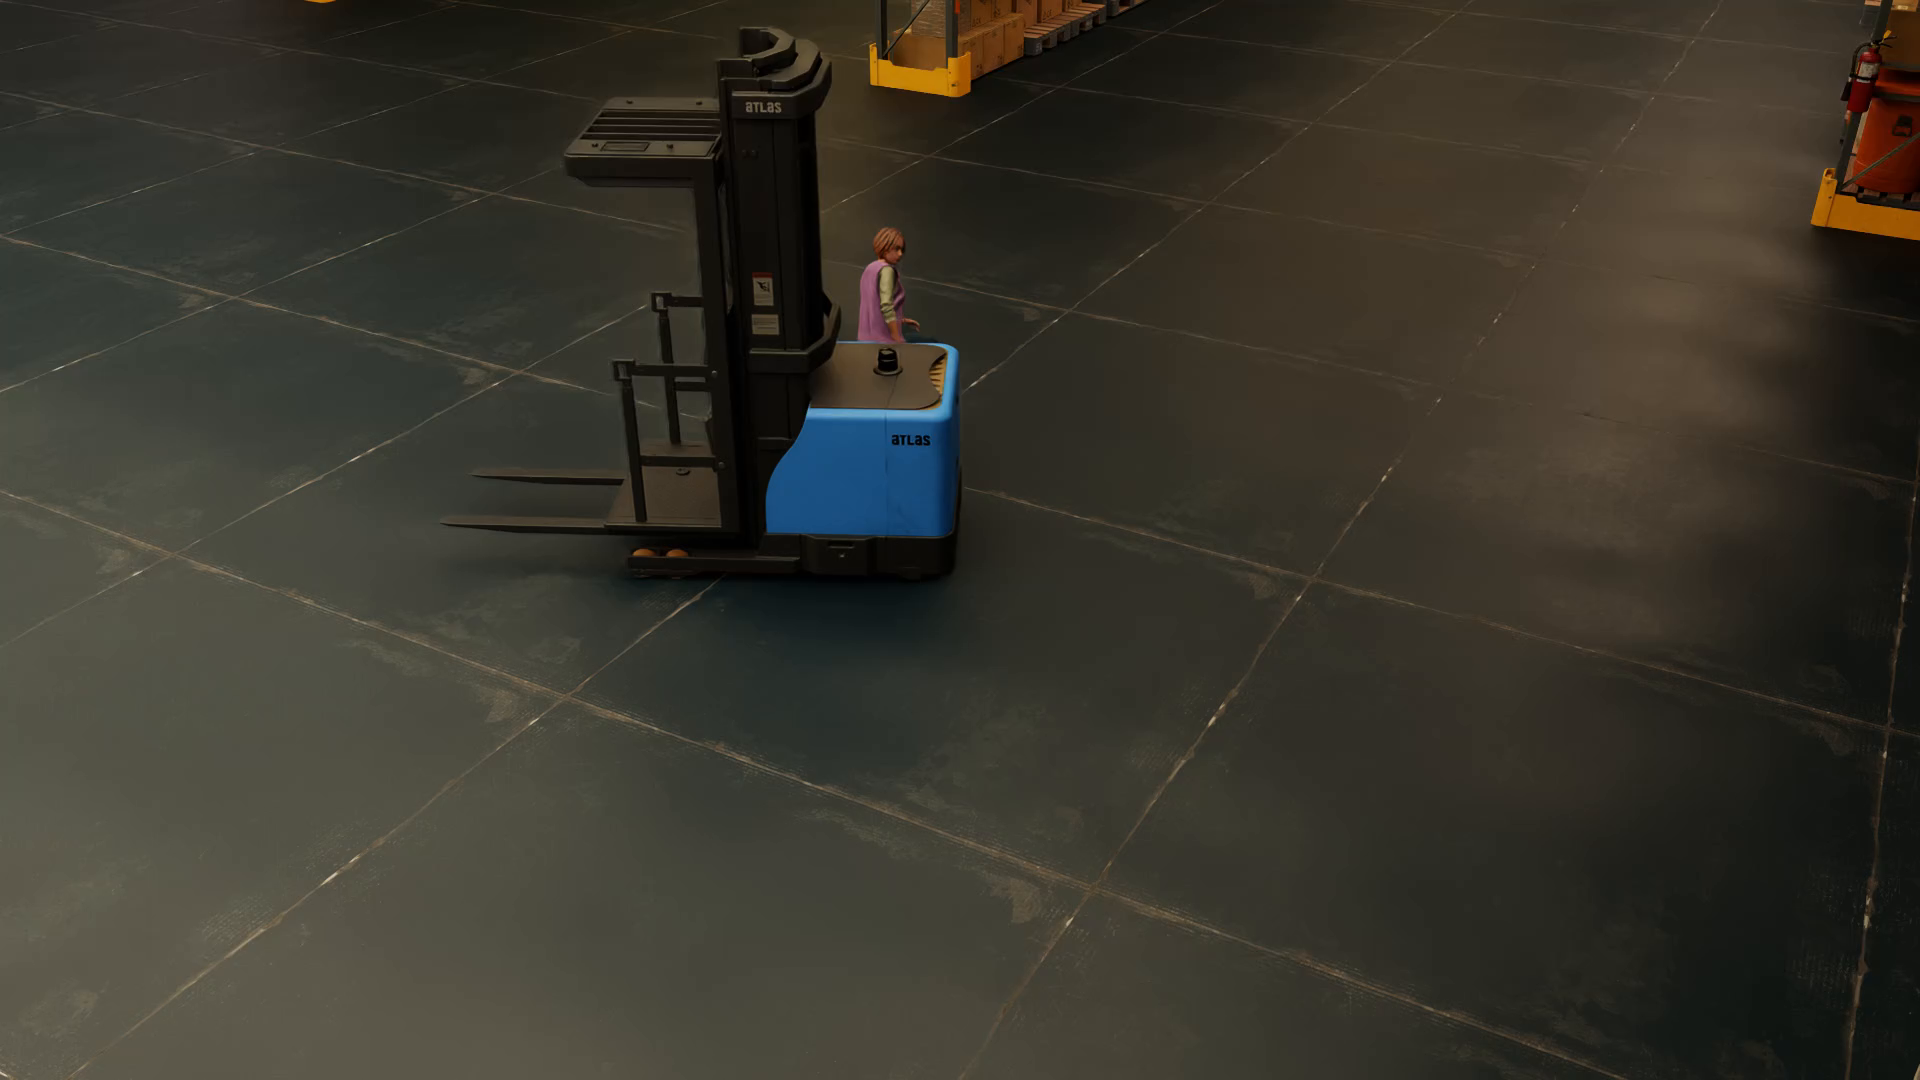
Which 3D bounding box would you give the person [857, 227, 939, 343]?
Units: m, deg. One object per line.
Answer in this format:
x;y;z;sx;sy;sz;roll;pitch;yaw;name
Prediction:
-0.399;-1.365;11.019;0.636;1.390;0.649;-24;38;-36;person

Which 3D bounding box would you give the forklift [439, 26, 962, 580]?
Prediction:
-1.525;-1.307;9.335;3.031;2.935;1.130;1;30;2;forklift
